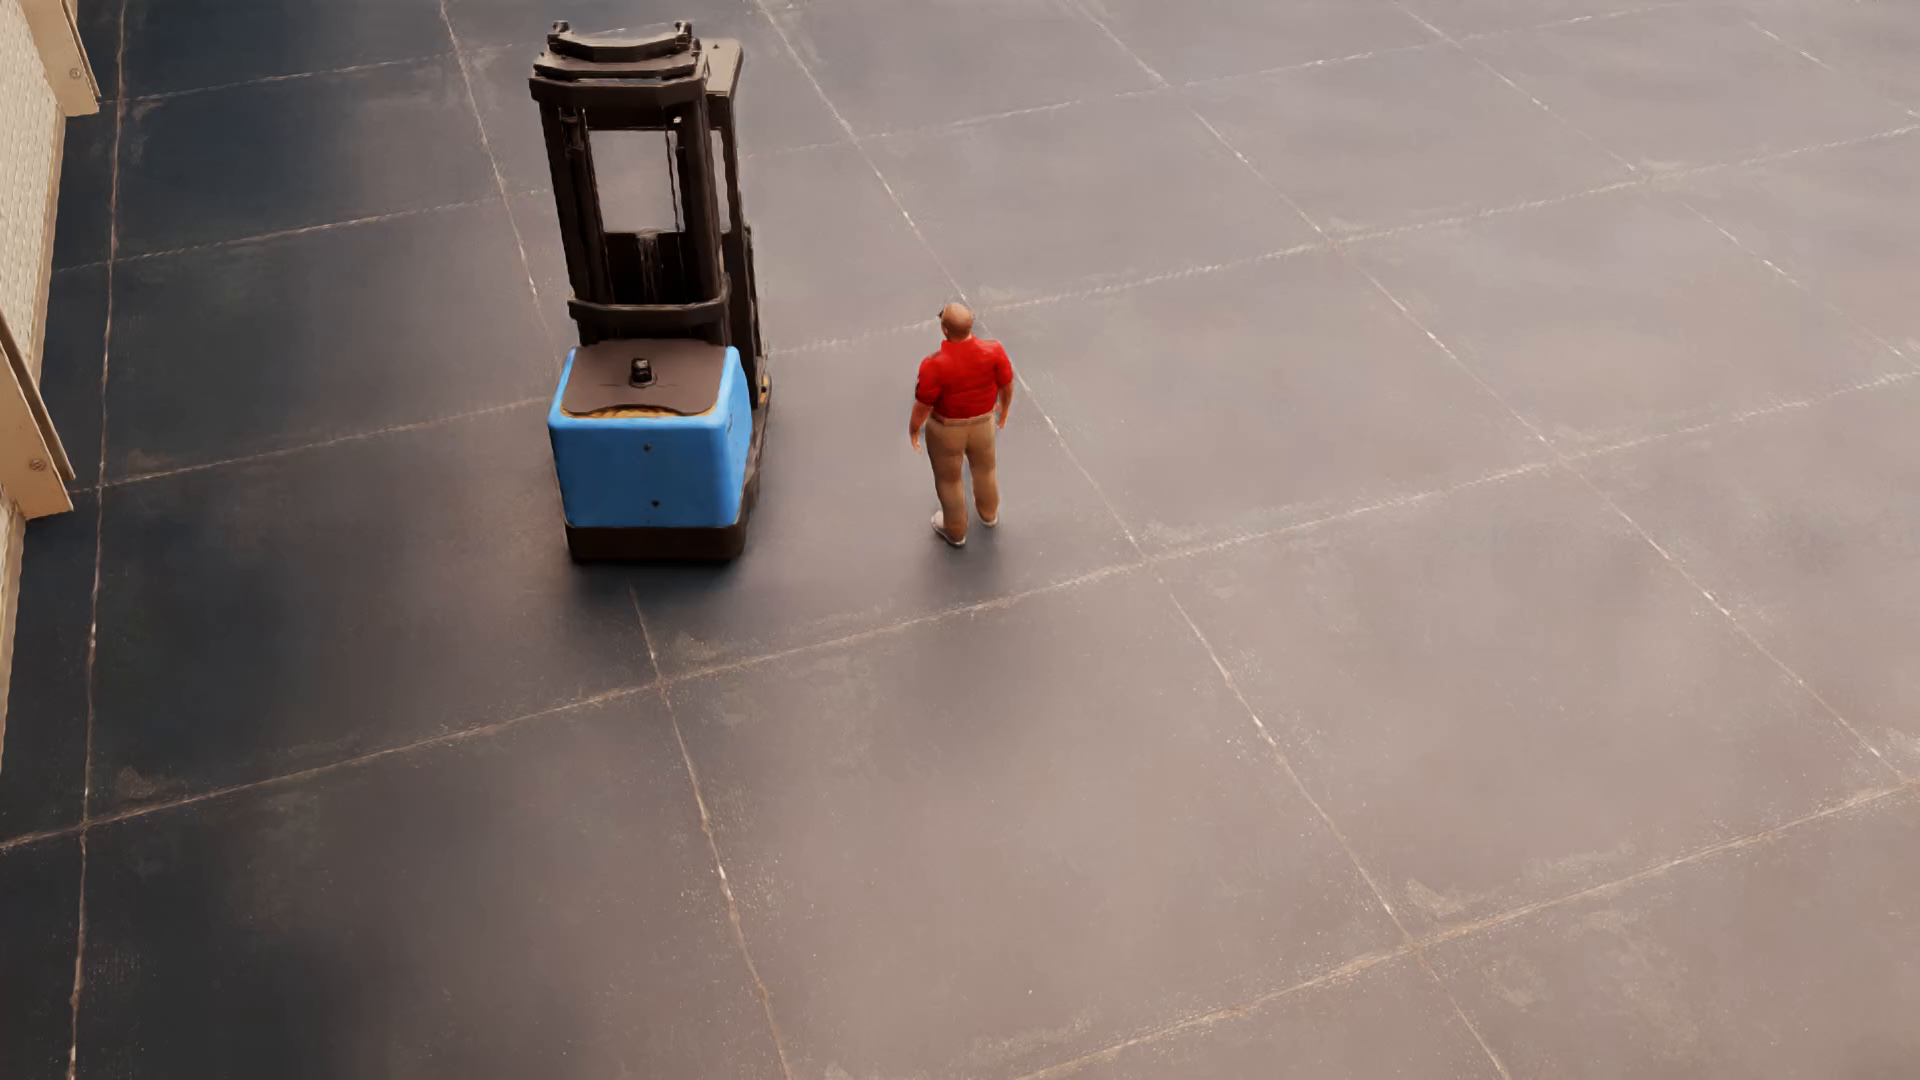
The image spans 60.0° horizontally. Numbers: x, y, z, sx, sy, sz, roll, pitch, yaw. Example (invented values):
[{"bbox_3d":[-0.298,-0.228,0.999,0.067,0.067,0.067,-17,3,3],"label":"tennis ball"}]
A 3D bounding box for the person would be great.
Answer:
[{"bbox_3d":[-0.020,-0.724,9.783,0.640,1.726,0.550,-13,42,-15],"label":"person"}]

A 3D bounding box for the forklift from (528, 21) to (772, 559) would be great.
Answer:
[{"bbox_3d":[-1.849,-1.927,10.291,1.130,2.935,3.031,0,40,0],"label":"forklift"}]
